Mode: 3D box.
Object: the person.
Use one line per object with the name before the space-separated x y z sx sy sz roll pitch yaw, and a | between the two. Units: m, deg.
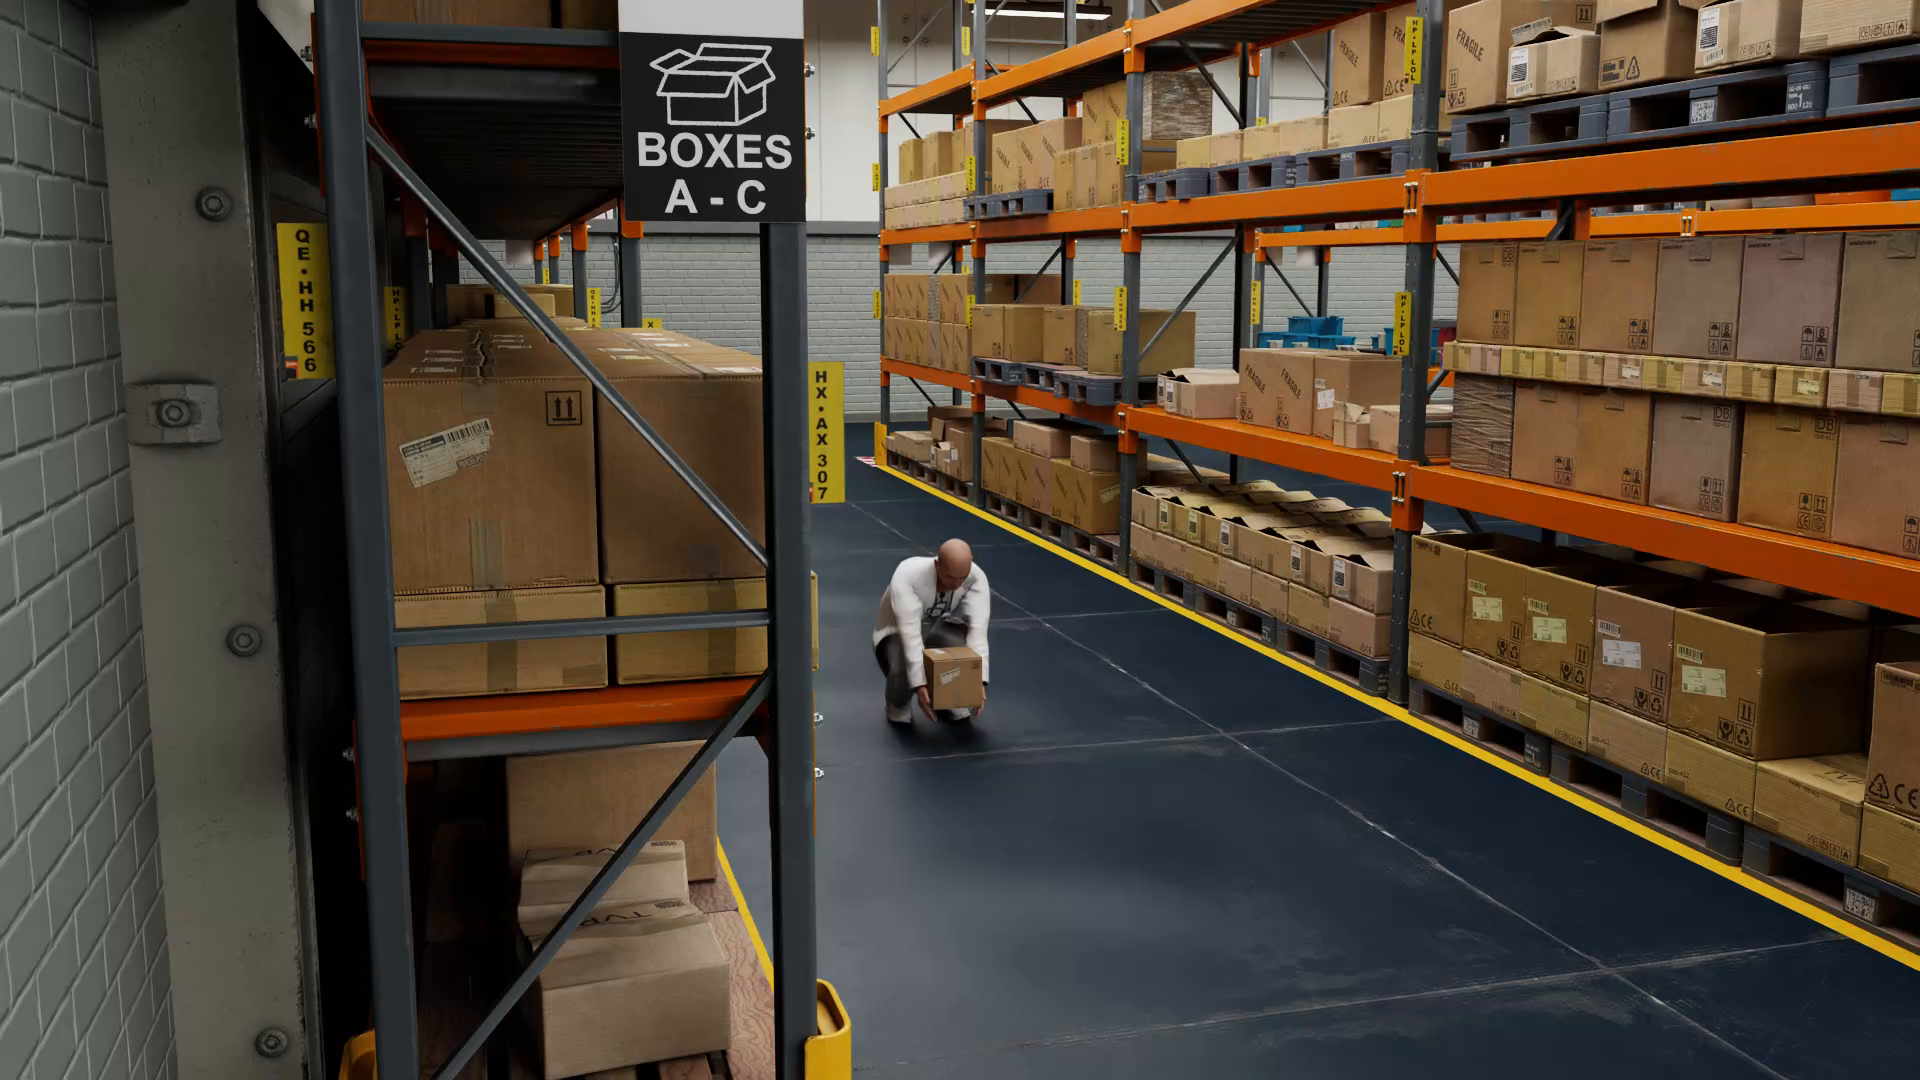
person | -0.142 0.458 8.527 0.586 1.004 0.918 -3 9 -17
